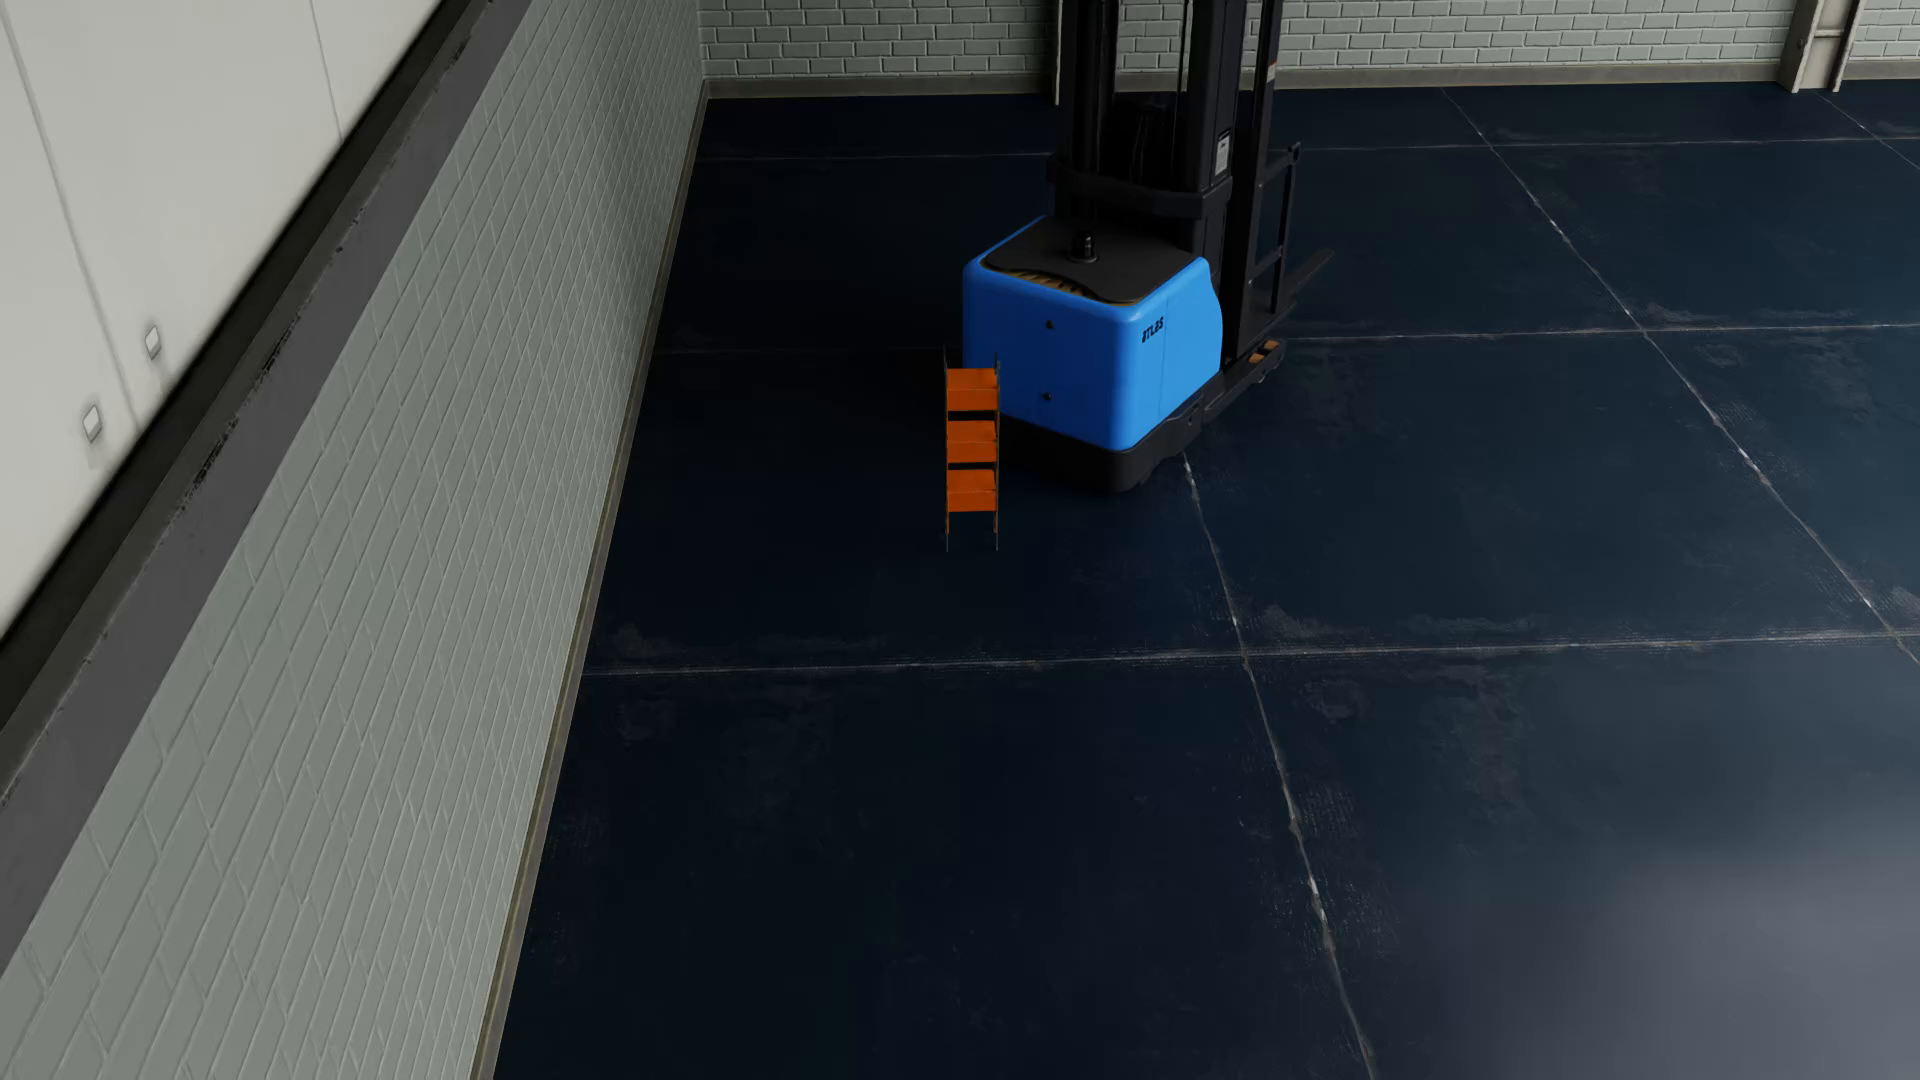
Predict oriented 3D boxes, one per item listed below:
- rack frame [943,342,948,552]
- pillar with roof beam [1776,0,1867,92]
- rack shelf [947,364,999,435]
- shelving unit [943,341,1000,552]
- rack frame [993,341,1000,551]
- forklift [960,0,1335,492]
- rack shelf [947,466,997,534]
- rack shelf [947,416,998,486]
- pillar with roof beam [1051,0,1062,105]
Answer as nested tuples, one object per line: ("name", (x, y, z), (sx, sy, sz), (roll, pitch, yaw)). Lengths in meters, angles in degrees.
("rack frame", (-0.068, -0.430, 7.949), (0.008, 1.050, 0.200), (-2, 35, -2))
("pillar with roof beam", (7.144, -4.980, 7.539), (0.400, 9.000, 9.100), (-2, 35, -2))
("rack shelf", (0.053, -0.658, 7.798), (0.240, 0.259, 0.215), (-2, 35, -2))
("shelving unit", (0.053, -0.433, 7.953), (0.252, 1.050, 0.215), (-2, 35, -2))
("rack frame", (0.175, -0.436, 7.958), (0.008, 1.050, 0.200), (-2, 35, -2))
("forklift", (1.241, -2.246, 8.920), (1.130, 2.935, 3.031), (21, 40, 27))
("rack shelf", (0.053, -0.196, 8.117), (0.240, 0.259, 0.215), (-2, 35, -2))
("rack shelf", (0.053, -0.424, 7.959), (0.240, 0.259, 0.215), (-2, 35, -2))
("pillar with roof beam", (1.150, -4.819, 7.305), (0.400, 9.000, 9.100), (-2, 35, -2))
